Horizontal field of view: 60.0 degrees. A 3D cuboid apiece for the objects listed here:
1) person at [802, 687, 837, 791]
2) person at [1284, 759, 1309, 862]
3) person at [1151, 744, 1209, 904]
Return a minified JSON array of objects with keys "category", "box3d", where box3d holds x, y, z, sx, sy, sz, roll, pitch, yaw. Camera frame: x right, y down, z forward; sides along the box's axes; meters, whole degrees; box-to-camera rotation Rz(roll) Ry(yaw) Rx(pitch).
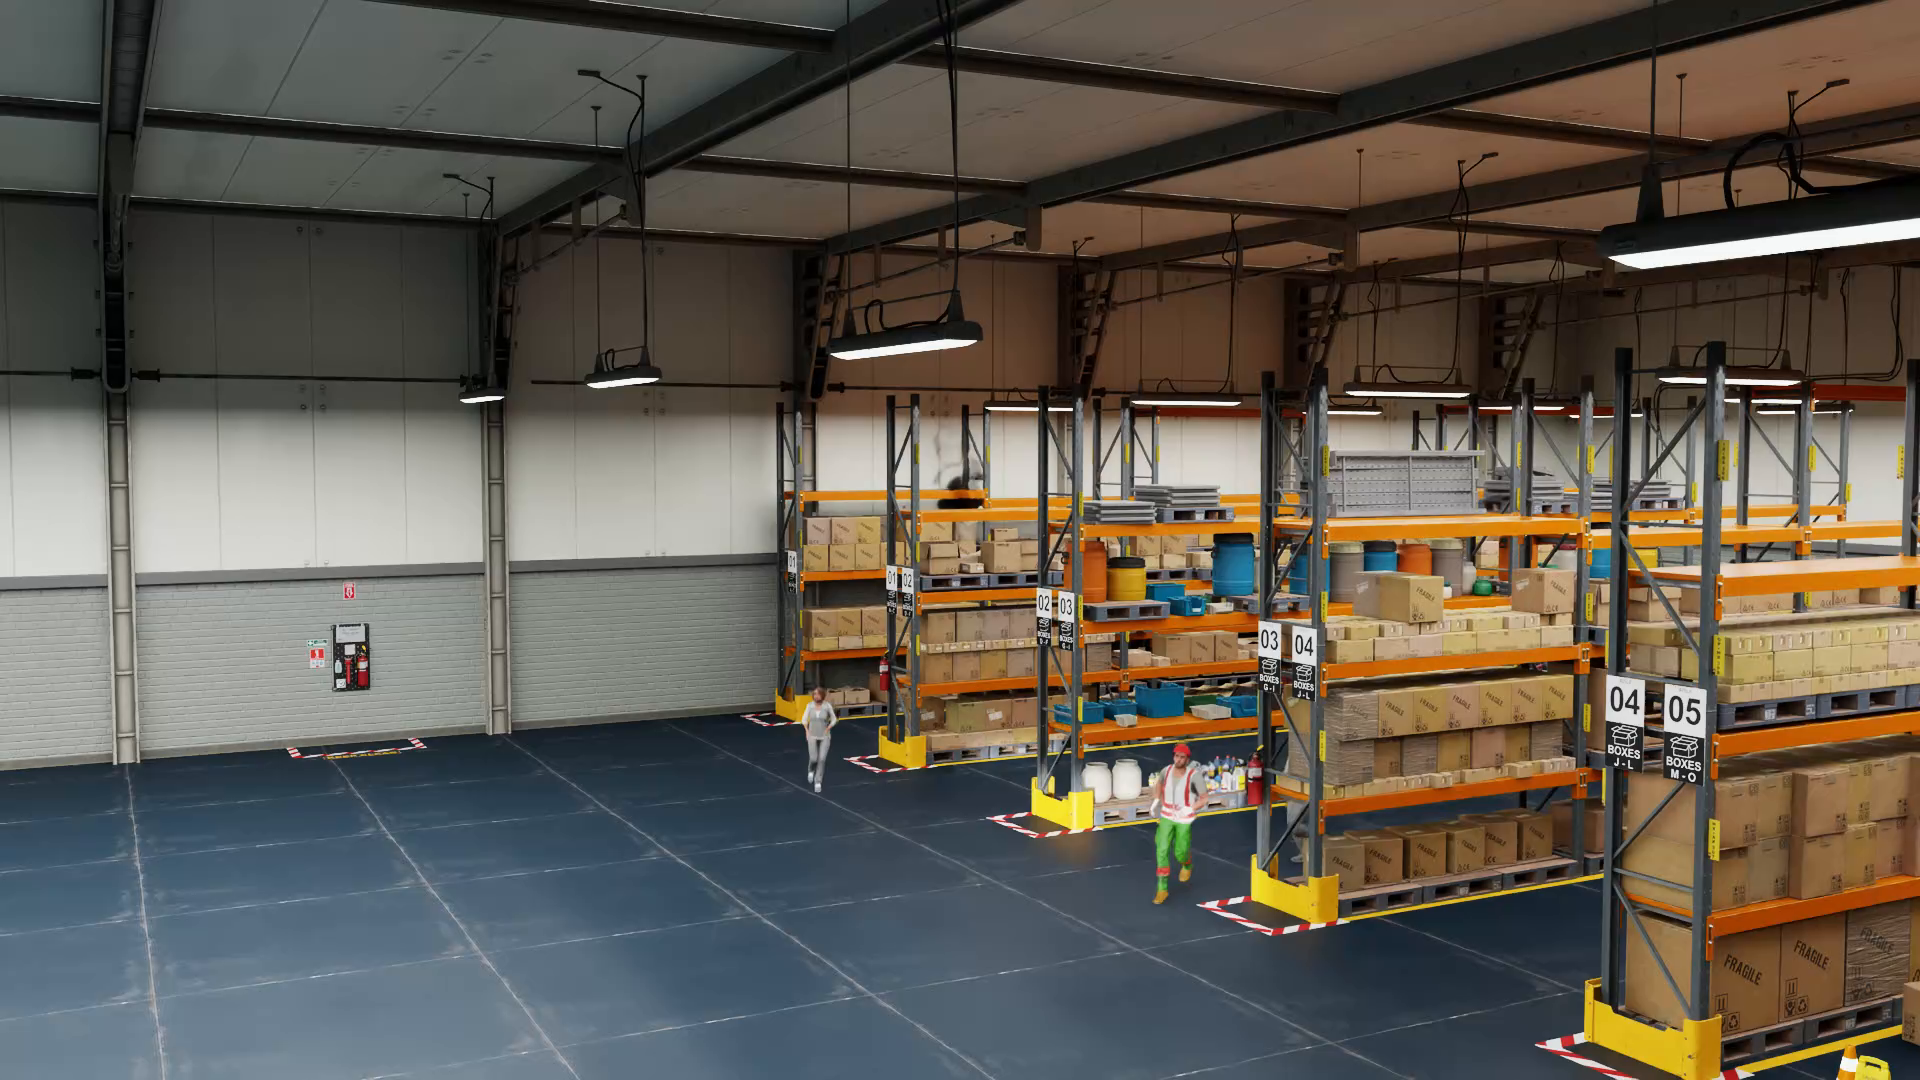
[{"category":"person","box3d":[-2.105,2.983,24.880,0.525,1.569,0.522,0,3,-2]},{"category":"person","box3d":[4.202,3.172,20.573,0.570,1.658,0.608,-2,4,-26]},{"category":"person","box3d":[2.524,3.215,19.082,0.699,1.787,0.943,2,4,27]}]
